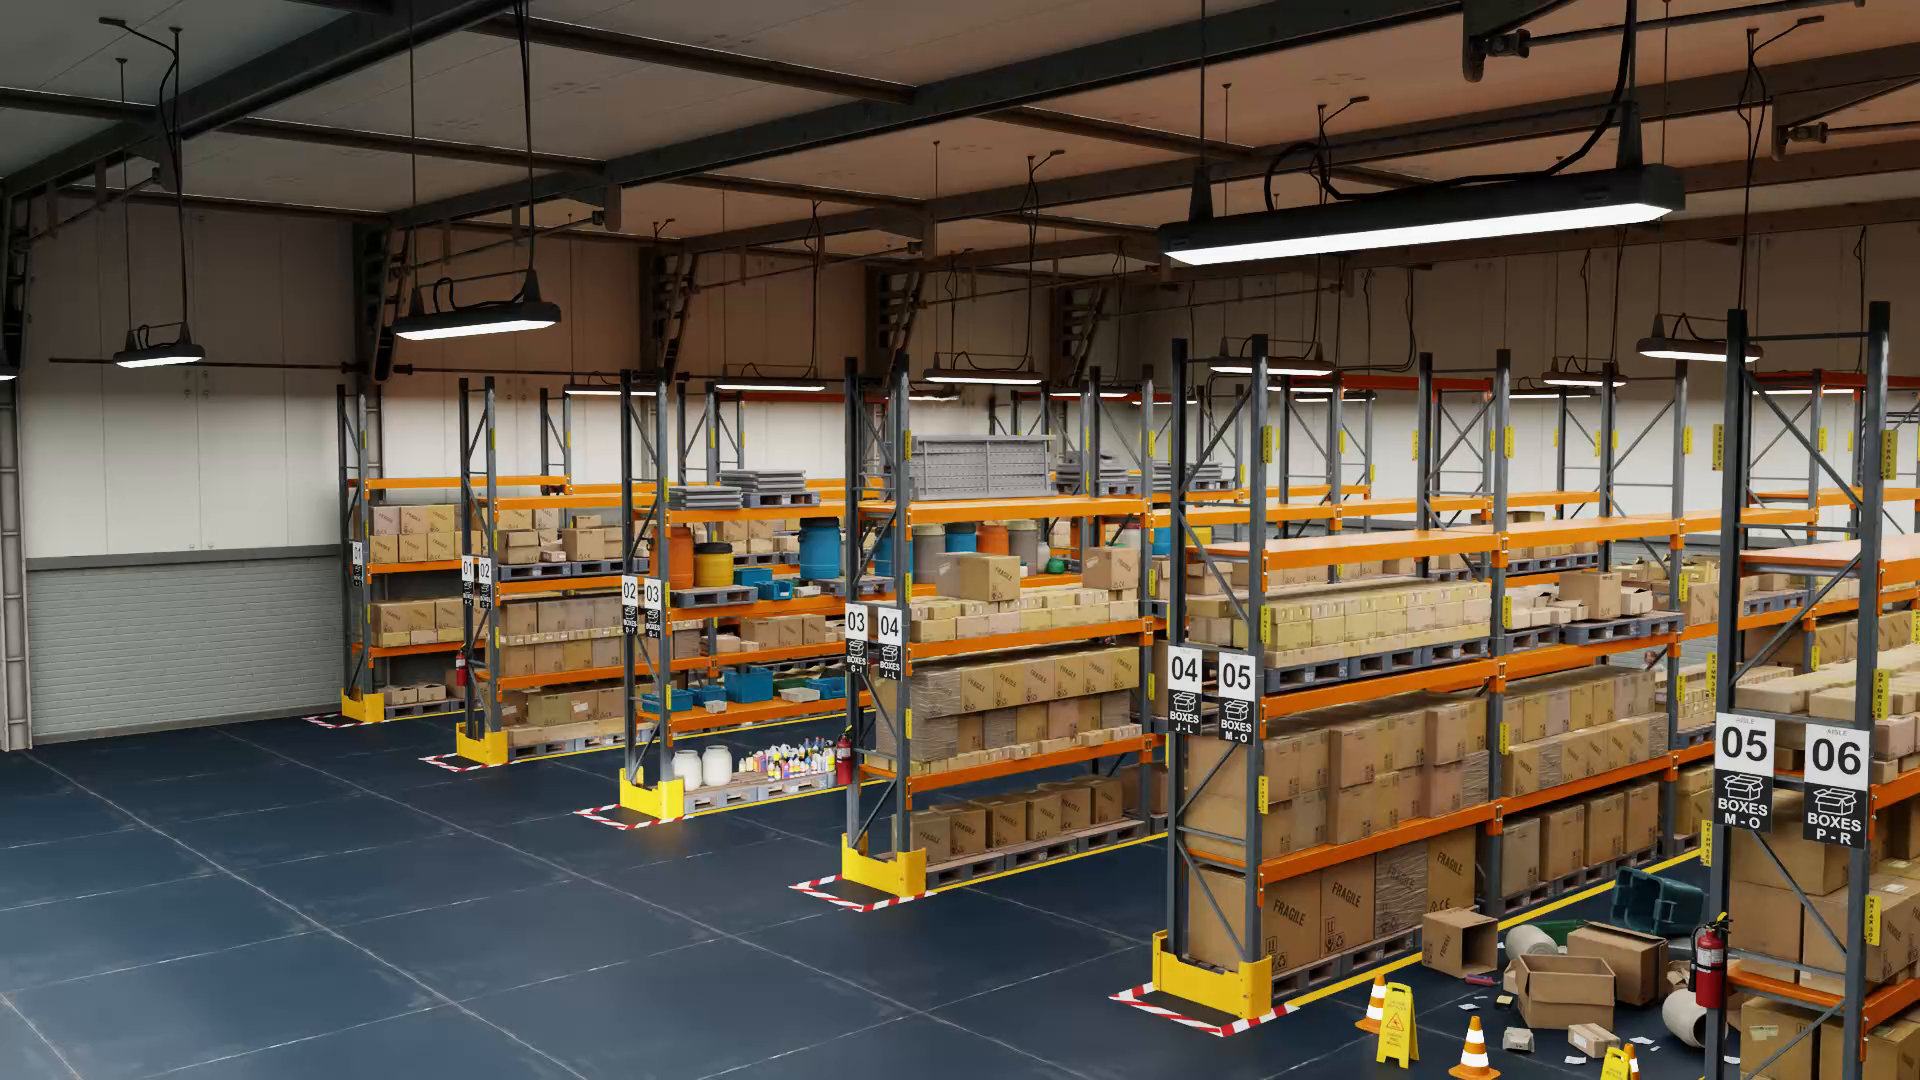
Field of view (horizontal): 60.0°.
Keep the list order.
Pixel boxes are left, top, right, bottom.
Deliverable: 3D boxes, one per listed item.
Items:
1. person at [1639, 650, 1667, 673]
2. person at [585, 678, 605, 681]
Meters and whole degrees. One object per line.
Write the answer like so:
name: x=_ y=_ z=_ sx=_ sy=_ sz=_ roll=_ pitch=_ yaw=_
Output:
person: x=11.412 y=2.597 z=27.443 sx=0.564 sy=1.557 sz=0.483 roll=4 pitch=5 yaw=44
person: x=-6.506 y=2.424 z=29.555 sx=0.653 sy=1.650 sz=0.621 roll=3 pitch=5 yaw=39
